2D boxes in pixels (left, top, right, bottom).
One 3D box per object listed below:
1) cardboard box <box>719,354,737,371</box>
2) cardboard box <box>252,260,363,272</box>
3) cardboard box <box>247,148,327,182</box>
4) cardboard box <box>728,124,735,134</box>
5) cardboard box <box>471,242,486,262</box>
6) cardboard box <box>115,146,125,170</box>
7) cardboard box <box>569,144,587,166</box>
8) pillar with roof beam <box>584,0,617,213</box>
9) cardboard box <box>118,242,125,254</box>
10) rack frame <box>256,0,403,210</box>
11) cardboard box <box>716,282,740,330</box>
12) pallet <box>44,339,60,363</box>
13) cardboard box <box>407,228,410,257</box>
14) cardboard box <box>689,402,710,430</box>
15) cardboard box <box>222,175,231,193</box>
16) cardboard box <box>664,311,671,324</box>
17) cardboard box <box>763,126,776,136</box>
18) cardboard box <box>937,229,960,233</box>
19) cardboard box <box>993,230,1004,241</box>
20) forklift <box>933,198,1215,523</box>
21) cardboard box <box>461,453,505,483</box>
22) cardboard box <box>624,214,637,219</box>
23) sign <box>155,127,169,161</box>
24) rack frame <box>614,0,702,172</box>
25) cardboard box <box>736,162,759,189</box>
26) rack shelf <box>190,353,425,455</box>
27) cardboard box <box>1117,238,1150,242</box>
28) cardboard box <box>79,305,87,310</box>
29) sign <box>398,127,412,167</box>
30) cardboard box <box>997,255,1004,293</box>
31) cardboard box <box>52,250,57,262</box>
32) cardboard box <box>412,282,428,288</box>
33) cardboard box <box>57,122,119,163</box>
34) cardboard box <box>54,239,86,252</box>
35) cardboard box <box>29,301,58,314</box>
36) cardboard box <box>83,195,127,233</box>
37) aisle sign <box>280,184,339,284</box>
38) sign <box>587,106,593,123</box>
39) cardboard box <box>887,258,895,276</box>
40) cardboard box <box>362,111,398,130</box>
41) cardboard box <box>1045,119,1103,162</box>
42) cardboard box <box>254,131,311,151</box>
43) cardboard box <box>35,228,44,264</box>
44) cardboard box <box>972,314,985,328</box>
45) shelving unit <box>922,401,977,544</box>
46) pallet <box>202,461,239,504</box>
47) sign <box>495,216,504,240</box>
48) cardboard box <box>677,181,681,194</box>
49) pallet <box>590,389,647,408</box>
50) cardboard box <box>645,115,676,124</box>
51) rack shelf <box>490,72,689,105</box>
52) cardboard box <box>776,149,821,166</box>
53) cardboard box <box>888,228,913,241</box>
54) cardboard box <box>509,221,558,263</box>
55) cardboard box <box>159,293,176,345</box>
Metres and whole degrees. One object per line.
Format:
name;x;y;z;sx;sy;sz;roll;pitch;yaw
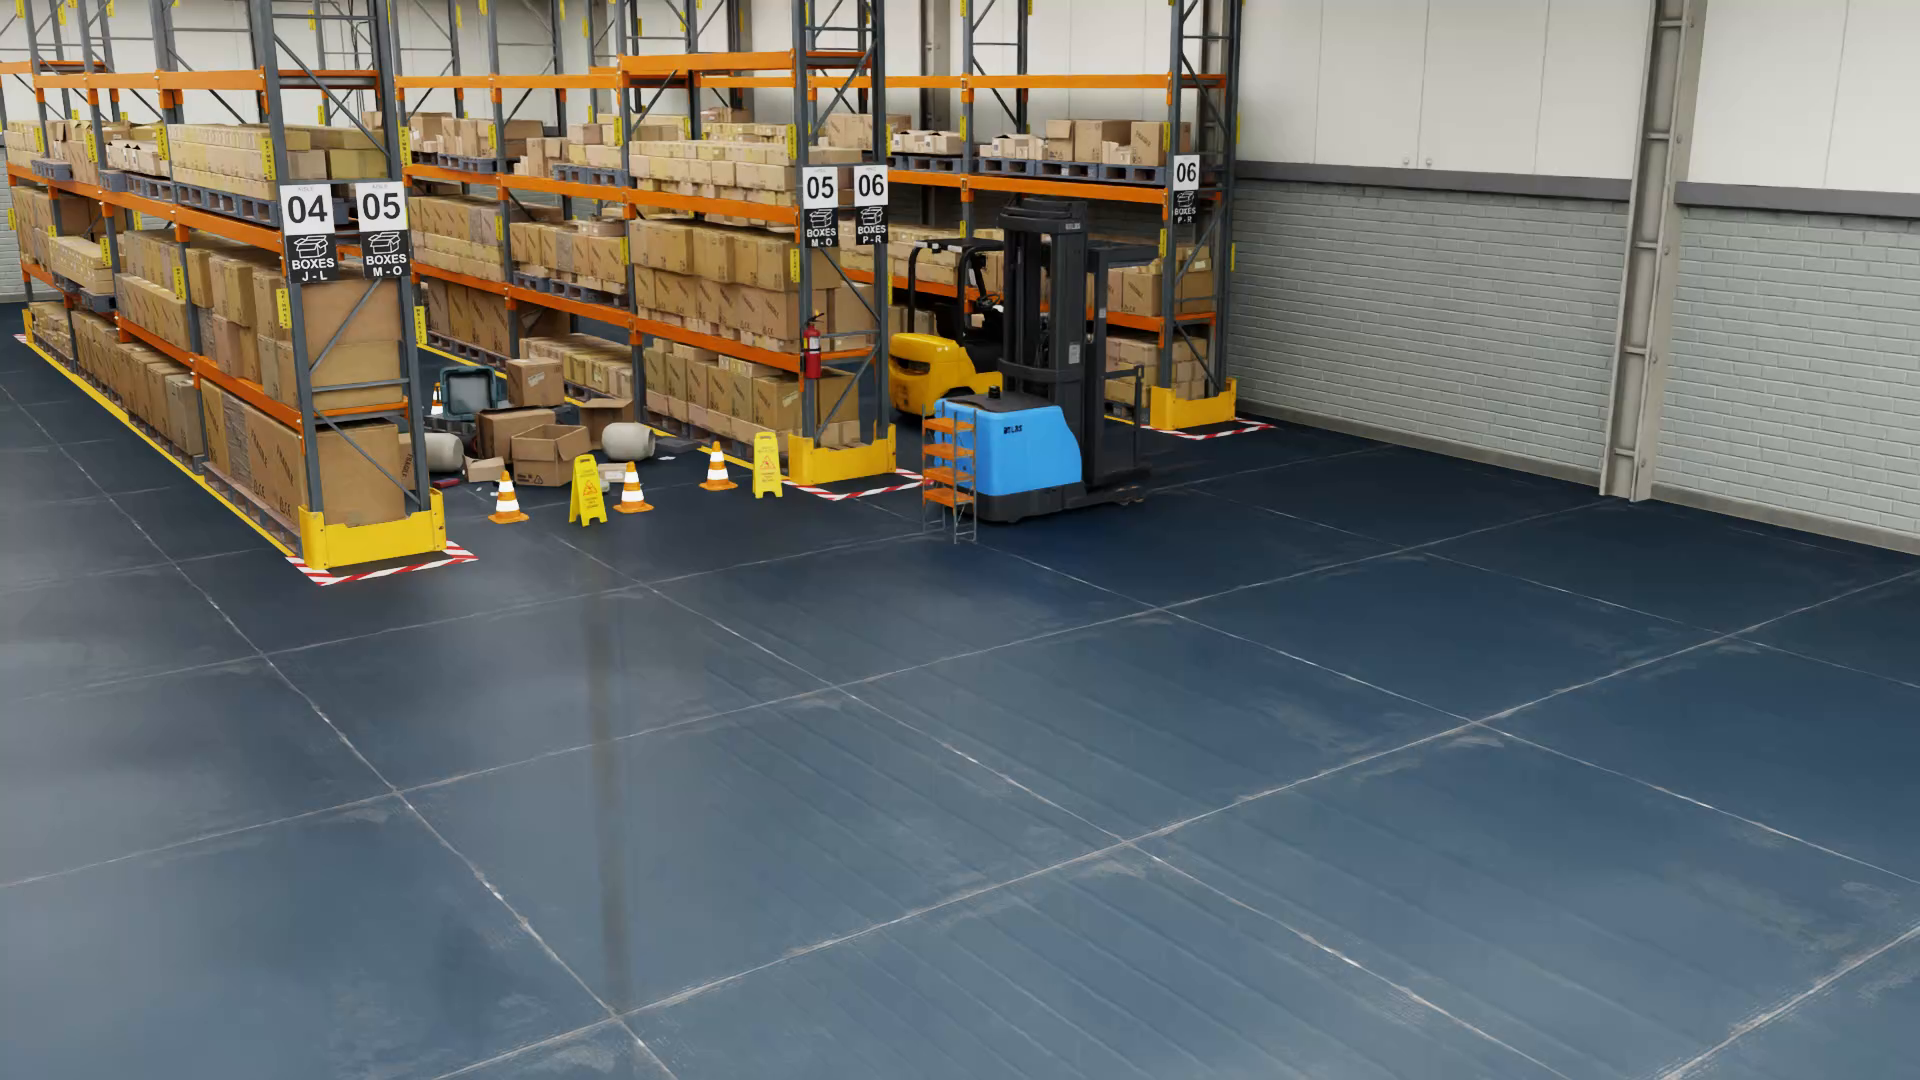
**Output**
cardboard box;-2.437;-1.968;18.350;0.380;0.149;0.250;-10;18;-32
cardboard box;-5.935;-2.241;15.251;0.875;0.550;0.550;-11;19;-35
cardboard box;-5.645;-3.148;13.950;0.500;0.250;0.500;-11;19;-34
cardboard box;-3.595;-6.765;27.358;0.380;0.149;0.250;-11;19;-34
cardboard box;-6.685;-4.158;23.924;0.500;0.250;0.500;-11;19;-36
cardboard box;-9.293;-4.356;18.927;0.500;0.250;0.500;-10;18;-33
cardboard box;-4.591;-4.860;20.956;0.500;0.250;0.500;-11;19;-34
pillar with roof beam;-10.920;-9.237;31.779;9.100;9.000;0.400;-11;19;-35
cardboard box;-11.027;-3.915;22.253;0.380;0.149;0.250;-12;19;-37
rack frame;-5.131;-4.212;13.419;1.000;3.000;0.127;-11;19;-35
cardboard box;-2.311;-2.588;18.097;0.500;0.500;0.500;-11;19;-35
pallet;-13.332;-2.934;25.398;1.003;0.211;1.213;-11;19;-35
cardboard box;-8.722;-4.778;26.663;0.500;0.500;0.500;-11;19;-34
cardboard box;-2.773;-1.446;19.089;0.500;0.250;0.500;-11;19;-35
cardboard box;-6.347;-3.185;14.838;0.380;0.149;0.250;-11;19;-34
cardboard box;-3.241;-2.626;19.466;0.380;0.149;0.250;-11;19;-35
cardboard box;-2.932;-6.549;26.606;0.380;0.149;0.250;-11;19;-36
cardboard box;-0.113;-4.430;24.163;0.380;0.149;0.250;-11;19;-35
cardboard box;0.663;-4.085;22.338;0.380;0.149;0.250;-11;19;-34
forklift;1.228;-1.854;16.298;3.031;2.935;1.130;-11;19;-35
cardboard box;-4.982;-0.773;17.396;0.396;0.266;0.258;-7;17;-25
cardboard box;-5.935;-6.013;31.085;0.500;0.250;0.500;-11;19;-36
sign;-7.916;-3.934;16.511;0.100;0.325;0.005;-11;19;-35
rack frame;-3.538;-5.856;19.426;1.000;3.000;0.127;-11;19;-35
cardboard box;-1.989;-3.803;17.329;0.500;0.250;0.500;-11;19;-35
rack shelf;-6.307;-1.398;15.866;1.077;0.370;4.000;-11;19;-35
cardboard box;2.200;-3.712;20.974;0.380;0.149;0.250;-10;18;-33
cardboard box;-13.565;-3.612;26.070;0.380;0.149;0.250;-12;19;-37
sign;-4.679;-3.310;13.999;0.100;0.325;0.005;-11;19;-35
cardboard box;0.844;-3.538;22.131;0.500;0.500;0.500;-10;18;-34
cardboard box;-12.173;-3.895;22.742;0.380;0.149;0.250;-11;19;-36
cardboard box;-9.580;-4.172;28.695;0.875;0.438;0.875;-10;18;-33
cardboard box;-11.385;-5.230;21.828;0.797;0.503;0.637;-11;19;-35
cardboard box;-12.010;-3.980;22.489;0.380;0.149;0.250;-11;19;-34
cardboard box;-14.505;-3.685;26.335;0.380;0.149;0.250;-12;19;-37
cardboard box;-12.255;-4.689;23.879;0.500;0.500;0.500;-10;18;-33
aisle sign;-5.332;-2.511;13.642;0.394;0.787;0.004;-11;19;-35
sign;-7.020;-8.080;31.579;0.100;0.325;0.005;-11;19;-35
cardboard box;-0.910;-4.055;24.493;0.500;0.250;0.500;-10;18;-33
cardboard box;-9.530;-6.817;27.444;0.500;0.500;0.500;-10;18;-34
cardboard box;1.535;-5.049;20.978;0.797;0.503;0.637;-10;18;-33
cardboard box;-5.604;-3.299;13.744;0.380;0.149;0.250;-11;19;-34
cardboard box;-13.295;-4.349;24.532;0.500;0.500;0.500;-11;19;-35
cardboard box;0.505;-2.940;22.656;0.500;0.250;0.500;-11;19;-35
shelving unit;-0.097;-0.614;15.047;0.258;1.200;0.503;-11;19;-35
pallet;-7.099;-0.653;17.062;1.003;0.211;1.213;-11;19;-35
sign;-6.337;-4.288;22.868;0.100;0.325;0.005;-11;19;-35
cardboard box;-2.946;-3.965;18.673;0.380;0.149;0.250;-12;19;-36
pallet;-3.997;-1.783;21.192;1.003;0.211;1.213;-11;19;-35
cardboard box;-5.317;-7.488;29.844;0.500;0.250;0.500;-10;18;-34
rack shelf;-4.714;-5.743;21.134;1.077;0.370;4.000;-11;19;-35
cardboard box;-1.624;-3.845;16.725;0.380;0.149;0.250;-11;19;-34
cardboard box;-0.900;-4.446;24.220;0.380;0.149;0.250;-11;19;-36
cardboard box;-5.813;-4.079;22.748;0.500;0.500;0.500;-12;19;-36
cardboard box;-8.303;-2.399;17.968;0.500;0.500;0.500;-11;19;-35
